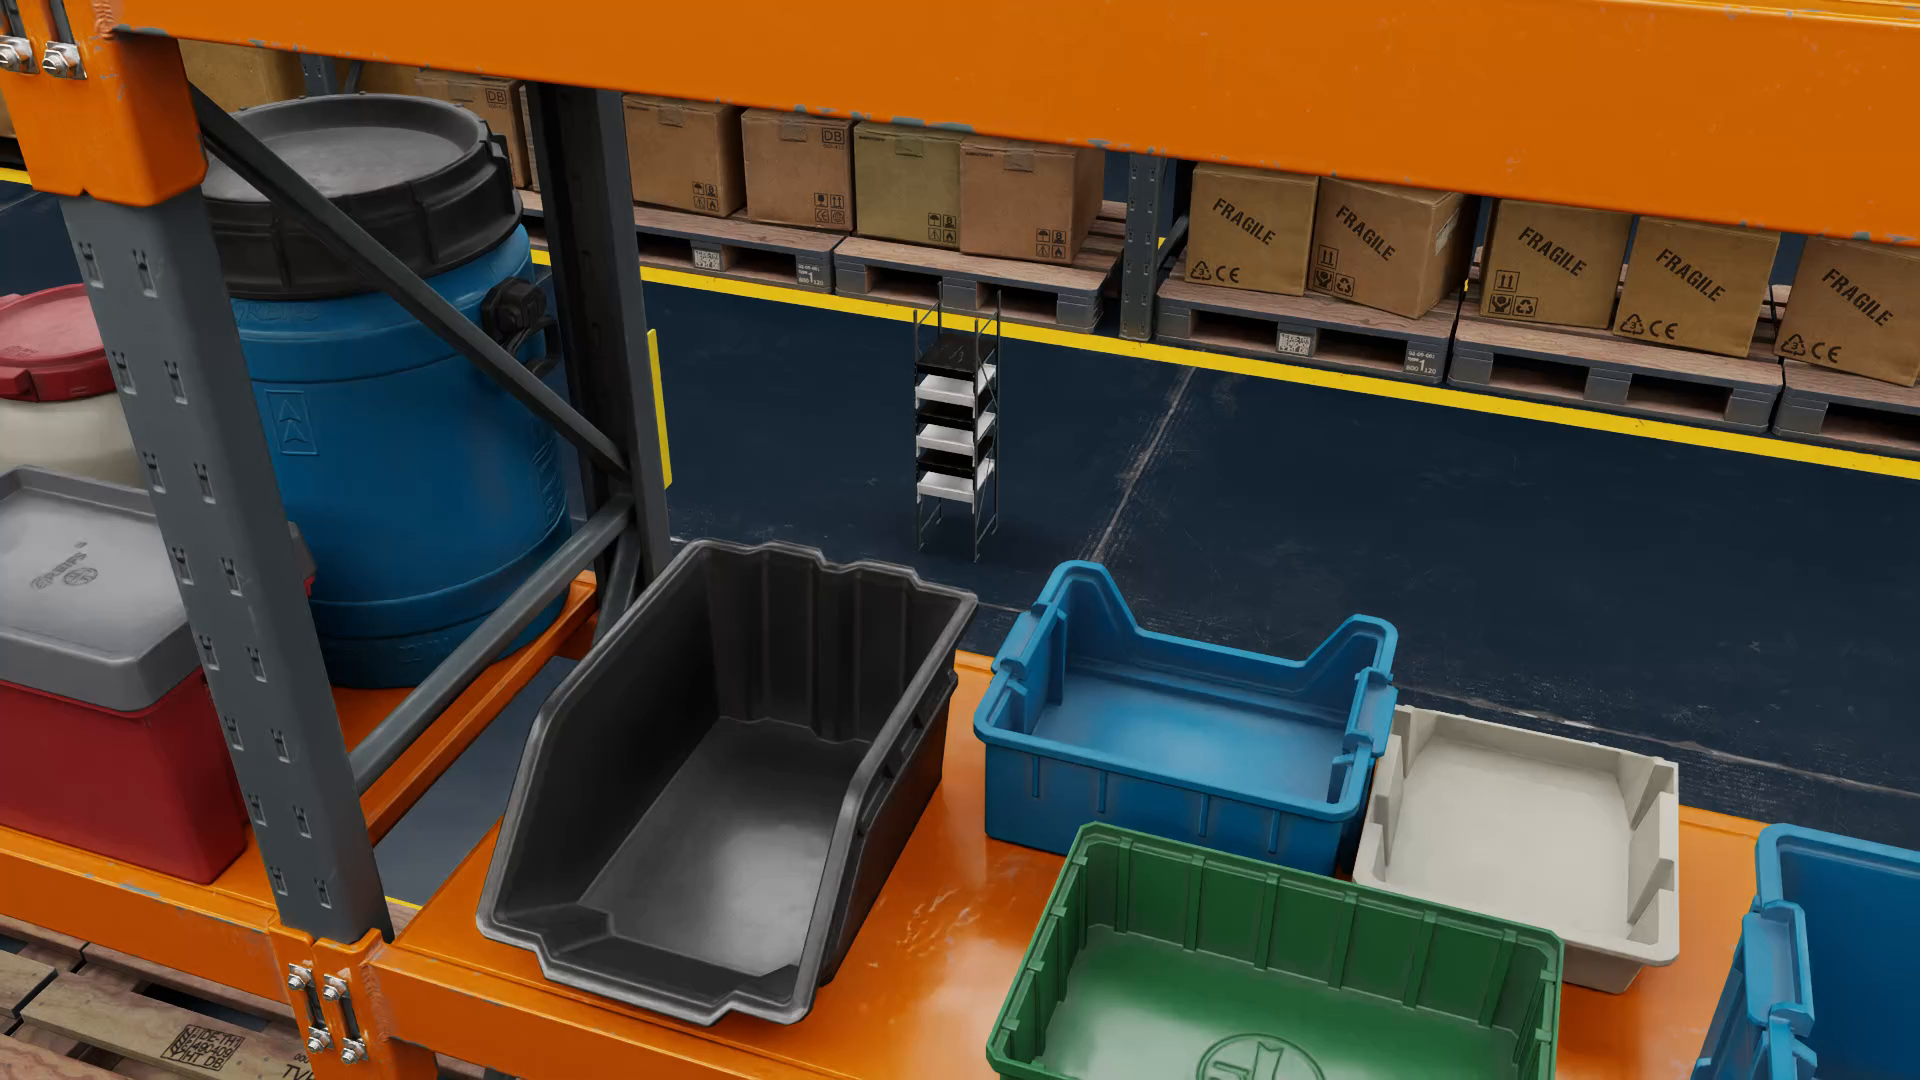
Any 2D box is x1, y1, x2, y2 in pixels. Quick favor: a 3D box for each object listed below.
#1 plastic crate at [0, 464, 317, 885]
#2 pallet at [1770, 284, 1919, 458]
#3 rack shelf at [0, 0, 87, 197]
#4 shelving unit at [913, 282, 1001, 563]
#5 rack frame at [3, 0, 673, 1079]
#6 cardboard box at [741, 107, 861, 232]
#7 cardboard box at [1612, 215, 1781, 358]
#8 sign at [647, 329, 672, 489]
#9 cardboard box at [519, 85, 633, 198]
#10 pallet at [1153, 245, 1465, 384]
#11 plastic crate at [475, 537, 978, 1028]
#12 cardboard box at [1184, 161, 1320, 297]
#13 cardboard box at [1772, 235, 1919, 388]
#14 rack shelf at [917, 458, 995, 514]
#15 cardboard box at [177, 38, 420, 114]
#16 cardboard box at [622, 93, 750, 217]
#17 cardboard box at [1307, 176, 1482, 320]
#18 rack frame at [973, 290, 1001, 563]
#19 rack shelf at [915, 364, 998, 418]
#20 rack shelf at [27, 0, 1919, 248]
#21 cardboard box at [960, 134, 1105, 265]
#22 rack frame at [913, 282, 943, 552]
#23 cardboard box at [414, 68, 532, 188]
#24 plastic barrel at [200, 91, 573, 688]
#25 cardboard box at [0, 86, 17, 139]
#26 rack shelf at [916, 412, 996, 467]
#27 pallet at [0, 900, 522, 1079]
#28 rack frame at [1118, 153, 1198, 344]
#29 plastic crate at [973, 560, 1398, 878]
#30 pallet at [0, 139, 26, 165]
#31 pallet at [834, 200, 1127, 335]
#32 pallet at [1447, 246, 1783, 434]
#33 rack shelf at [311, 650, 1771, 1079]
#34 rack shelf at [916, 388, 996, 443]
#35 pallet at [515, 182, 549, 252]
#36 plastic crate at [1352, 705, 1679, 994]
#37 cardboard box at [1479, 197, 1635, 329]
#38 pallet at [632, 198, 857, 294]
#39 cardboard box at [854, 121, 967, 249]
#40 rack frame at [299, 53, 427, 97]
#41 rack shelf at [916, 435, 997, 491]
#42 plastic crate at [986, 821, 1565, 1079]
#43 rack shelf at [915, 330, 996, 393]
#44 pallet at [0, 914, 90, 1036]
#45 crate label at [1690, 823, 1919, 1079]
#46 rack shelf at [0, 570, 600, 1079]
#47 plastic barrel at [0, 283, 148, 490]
[{"bbox_3d":[-1.328,0.213,2.596,0.583,0.464,0.402,11,34,16],"label":"plastic crate"},{"bbox_3d":[3.843,-0.634,6.537,1.213,0.211,1.003,11,34,16],"label":"pallet"},{"bbox_3d":[-2.652,-1.152,2.666,4.000,0.370,1.077,11,34,16],"label":"rack shelf"},{"bbox_3d":[-0.008,-0.380,5.508,0.210,0.900,0.258,11,34,16],"label":"shelving unit"},{"bbox_3d":[-0.769,0.172,2.718,0.127,3.000,1.000,11,34,16],"label":"rack frame"},{"bbox_3d":[-0.638,-1.814,7.693,0.500,0.500,0.700,8,34,12],"label":"cardboard box"},{"bbox_3d":[2.928,-1.090,6.590,0.500,0.500,0.500,14,35,21],"label":"cardboard box"},{"bbox_3d":[-0.573,-0.223,3.075,0.005,0.325,0.100,11,34,16],"label":"sign"},{"bbox_3d":[-1.700,-2.016,8.006,0.500,0.500,0.700,8,34,12],"label":"cardboard box"},{"bbox_3d":[1.546,-1.080,7.229,1.213,0.211,1.003,11,34,16],"label":"pallet"},{"bbox_3d":[-0.319,0.359,2.486,0.504,0.338,0.767,11,34,16],"label":"plastic crate"},{"bbox_3d":[1.265,-1.389,7.054,0.500,0.500,0.500,10,34,15],"label":"cardboard box"},{"bbox_3d":[3.511,-0.966,6.398,0.500,0.500,0.500,21,38,29],"label":"cardboard box"},{"bbox_3d":[-0.008,-0.200,5.624,0.200,0.077,0.258,11,34,16],"label":"rack shelf"},{"bbox_3d":[-3.506,-2.510,8.443,0.875,0.875,1.225,9,34,14],"label":"cardboard box"},{"bbox_3d":[-1.164,-1.916,7.851,0.500,0.500,0.700,14,35,20],"label":"cardboard box"},{"bbox_3d":[1.807,-1.289,6.898,0.500,0.500,0.500,23,39,31],"label":"cardboard box"},{"bbox_3d":[0.088,-0.361,5.479,0.006,0.900,0.240,11,34,16],"label":"rack frame"},{"bbox_3d":[-0.008,-0.503,5.429,0.200,0.077,0.258,11,34,16],"label":"rack shelf"},{"bbox_3d":[1.114,-0.420,1.532,4.000,0.370,1.077,11,34,16],"label":"rack shelf"},{"bbox_3d":[0.331,-1.615,7.385,0.500,0.500,0.700,8,34,13],"label":"cardboard box"},{"bbox_3d":[-0.103,-0.398,5.537,0.006,0.900,0.240,11,34,16],"label":"rack frame"},{"bbox_3d":[-2.226,-2.111,8.153,0.500,0.500,0.700,9,34,14],"label":"cardboard box"},{"bbox_3d":[-1.031,-0.264,2.931,0.708,0.901,0.600,11,34,16],"label":"plastic barrel"},{"bbox_3d":[-4.343,-2.677,8.702,0.875,0.875,1.225,11,34,17],"label":"cardboard box"},{"bbox_3d":[-0.008,-0.352,5.526,0.200,0.077,0.258,11,34,16],"label":"rack shelf"},{"bbox_3d":[-1.522,1.220,3.666,1.213,0.211,1.003,11,34,16],"label":"pallet"},{"bbox_3d":[0.902,-2.357,6.635,0.127,3.000,1.000,11,34,16],"label":"rack frame"},{"bbox_3d":[0.364,0.299,2.659,0.616,0.251,0.499,11,34,16],"label":"plastic crate"},{"bbox_3d":[-4.725,-2.324,9.155,1.213,0.211,1.003,11,34,16],"label":"pallet"},{"bbox_3d":[0.168,-1.327,7.611,1.213,0.211,1.003,11,34,16],"label":"pallet"},{"bbox_3d":[2.698,-0.858,6.884,1.213,0.211,1.003,11,34,16],"label":"pallet"},{"bbox_3d":[1.114,0.840,2.346,4.000,0.370,1.077,11,34,16],"label":"rack shelf"},{"bbox_3d":[-0.008,-0.427,5.477,0.200,0.077,0.258,11,34,16],"label":"rack shelf"},{"bbox_3d":[-2.129,-1.774,8.302,1.213,0.211,1.003,11,34,16],"label":"pallet"},{"bbox_3d":[0.845,0.451,2.529,0.437,0.136,0.530,11,34,16],"label":"plastic crate"},{"bbox_3d":[2.418,-1.215,6.784,0.500,0.500,0.500,8,34,12],"label":"cardboard box"},{"bbox_3d":[-0.984,-1.549,7.955,1.213,0.211,1.003,11,34,16],"label":"pallet"},{"bbox_3d":[-0.112,-1.712,7.535,0.500,0.500,0.700,11,34,16],"label":"cardboard box"},{"bbox_3d":[-2.864,-3.089,7.769,0.127,3.000,1.000,11,34,16],"label":"rack frame"},{"bbox_3d":[-0.008,-0.276,5.575,0.200,0.077,0.258,11,34,16],"label":"rack shelf"},{"bbox_3d":[0.413,0.654,2.167,0.662,0.188,0.450,11,34,16],"label":"plastic crate"},{"bbox_3d":[-0.008,-0.578,5.380,0.200,0.077,0.258,11,34,16],"label":"rack shelf"},{"bbox_3d":[-2.674,0.997,4.010,1.213,0.211,1.003,11,34,16],"label":"pallet"},{"bbox_3d":[1.172,0.691,1.882,0.616,0.435,0.502,11,34,16],"label":"crate label"},{"bbox_3d":[-2.652,0.108,3.480,4.000,0.370,1.077,11,34,16],"label":"rack shelf"},{"bbox_3d":[-1.596,-0.172,3.126,0.433,0.535,0.433,0,33,0],"label":"plastic barrel"}]
